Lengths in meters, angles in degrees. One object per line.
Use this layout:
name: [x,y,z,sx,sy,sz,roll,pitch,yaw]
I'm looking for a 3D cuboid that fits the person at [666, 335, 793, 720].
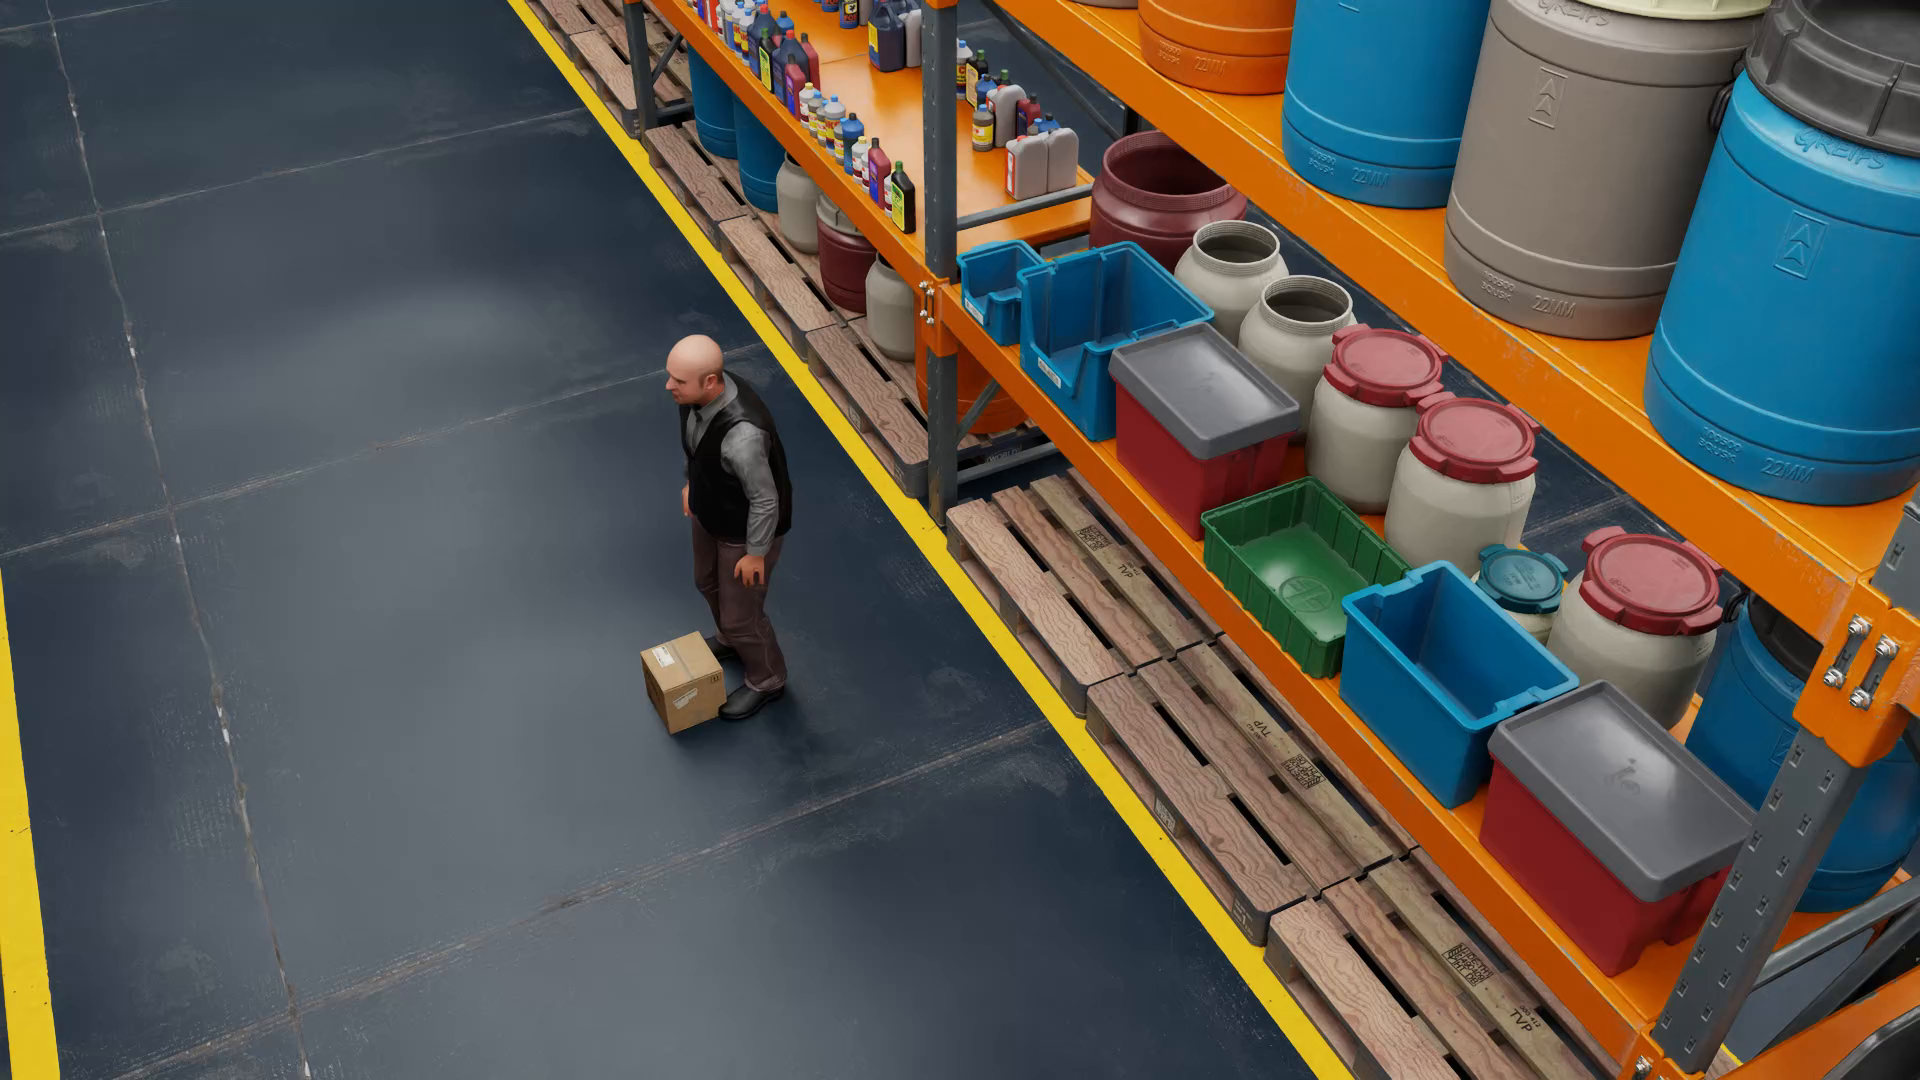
person: [-0.851,-0.074,6.262,0.420,1.720,0.591,-22,45,-23]
